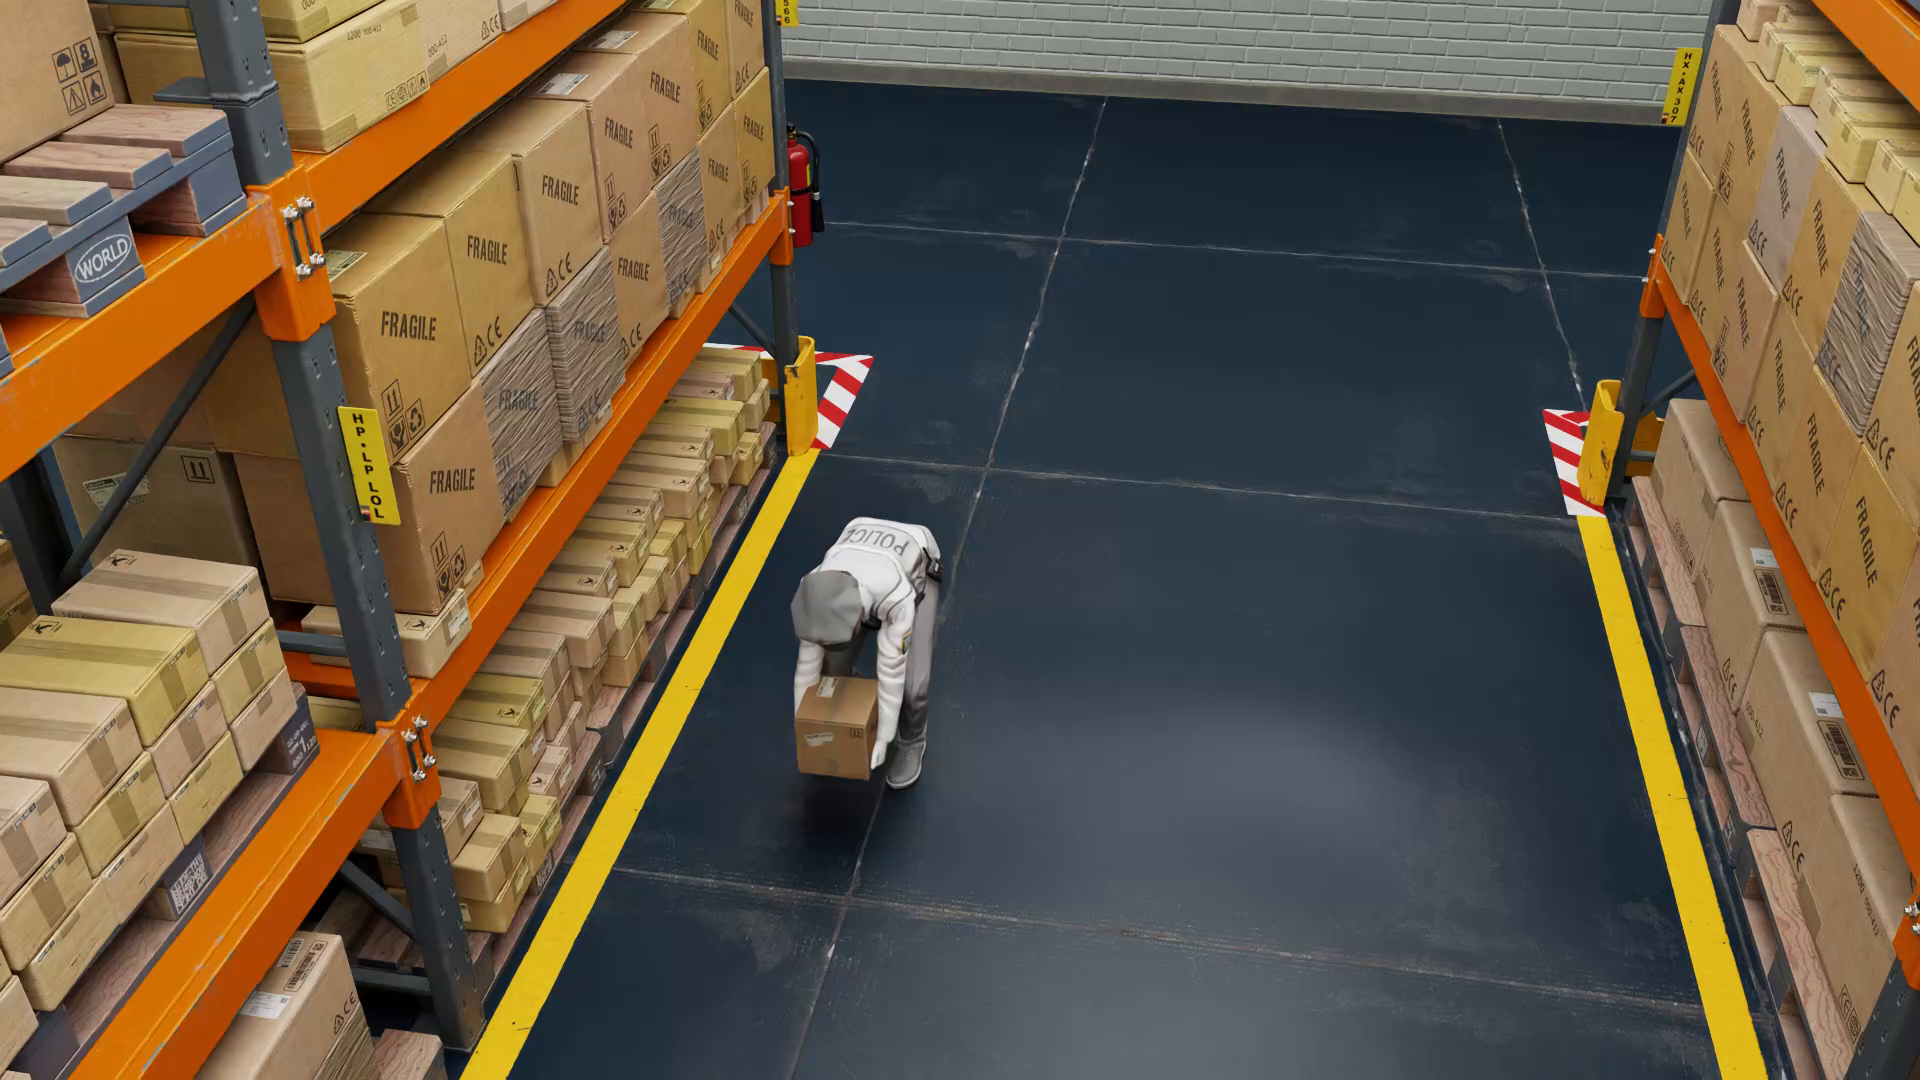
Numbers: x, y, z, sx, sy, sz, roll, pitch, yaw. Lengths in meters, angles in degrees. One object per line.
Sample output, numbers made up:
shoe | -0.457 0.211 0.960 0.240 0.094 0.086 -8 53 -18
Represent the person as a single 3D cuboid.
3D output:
person | -0.338 0.438 5.937 0.434 1.146 0.914 9 34 14
